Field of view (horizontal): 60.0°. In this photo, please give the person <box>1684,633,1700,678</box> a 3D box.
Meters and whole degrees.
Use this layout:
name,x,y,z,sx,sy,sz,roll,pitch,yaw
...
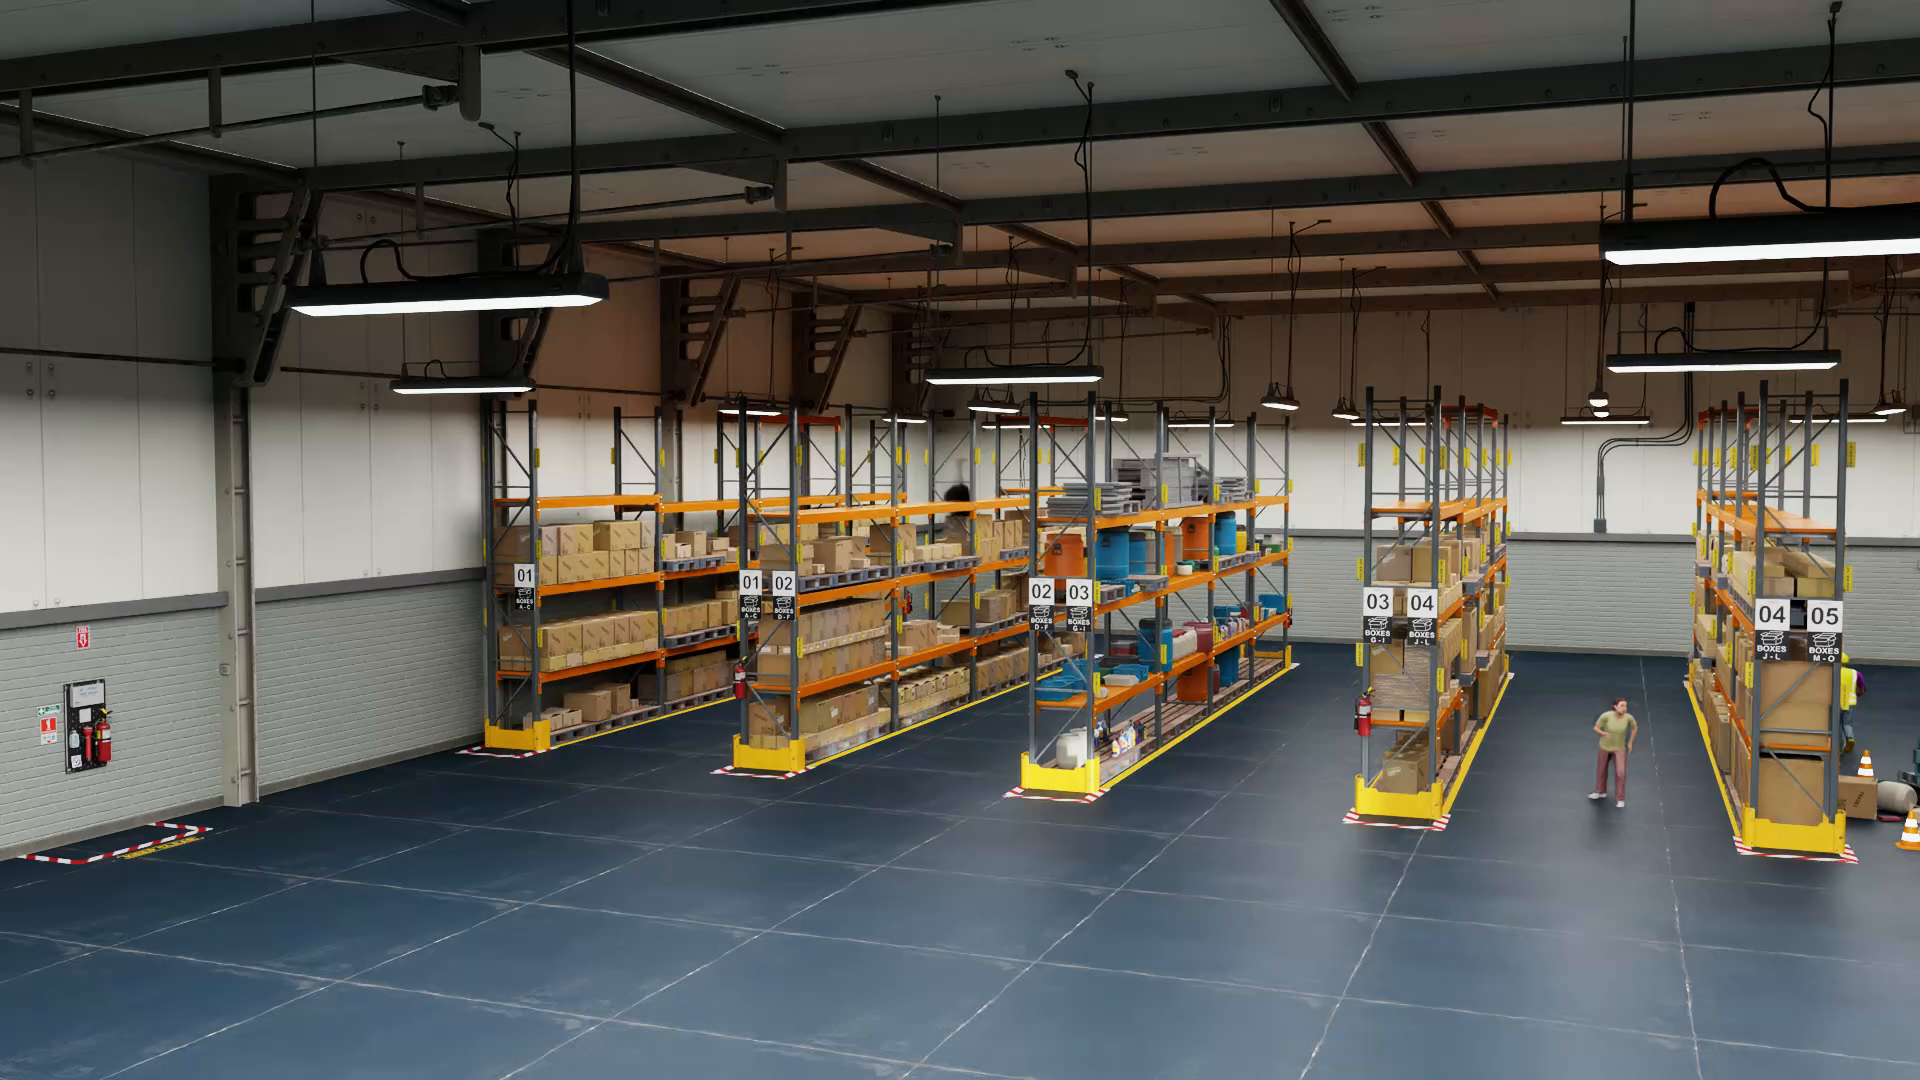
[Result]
name,x,y,z,sx,sy,sz,roll,pitch,yaw
person,16.704,2.303,37.471,0.723,1.699,0.718,1,3,28

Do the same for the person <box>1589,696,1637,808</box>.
name,x,y,z,sx,sy,sz,roll,pitch,yaw
person,9.432,3.038,24.064,0.649,1.598,0.793,1,3,28

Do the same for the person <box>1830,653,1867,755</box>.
name,x,y,z,sx,sy,sz,roll,pitch,yaw
person,14.904,2.776,28.034,0.700,1.712,0.688,1,3,17
